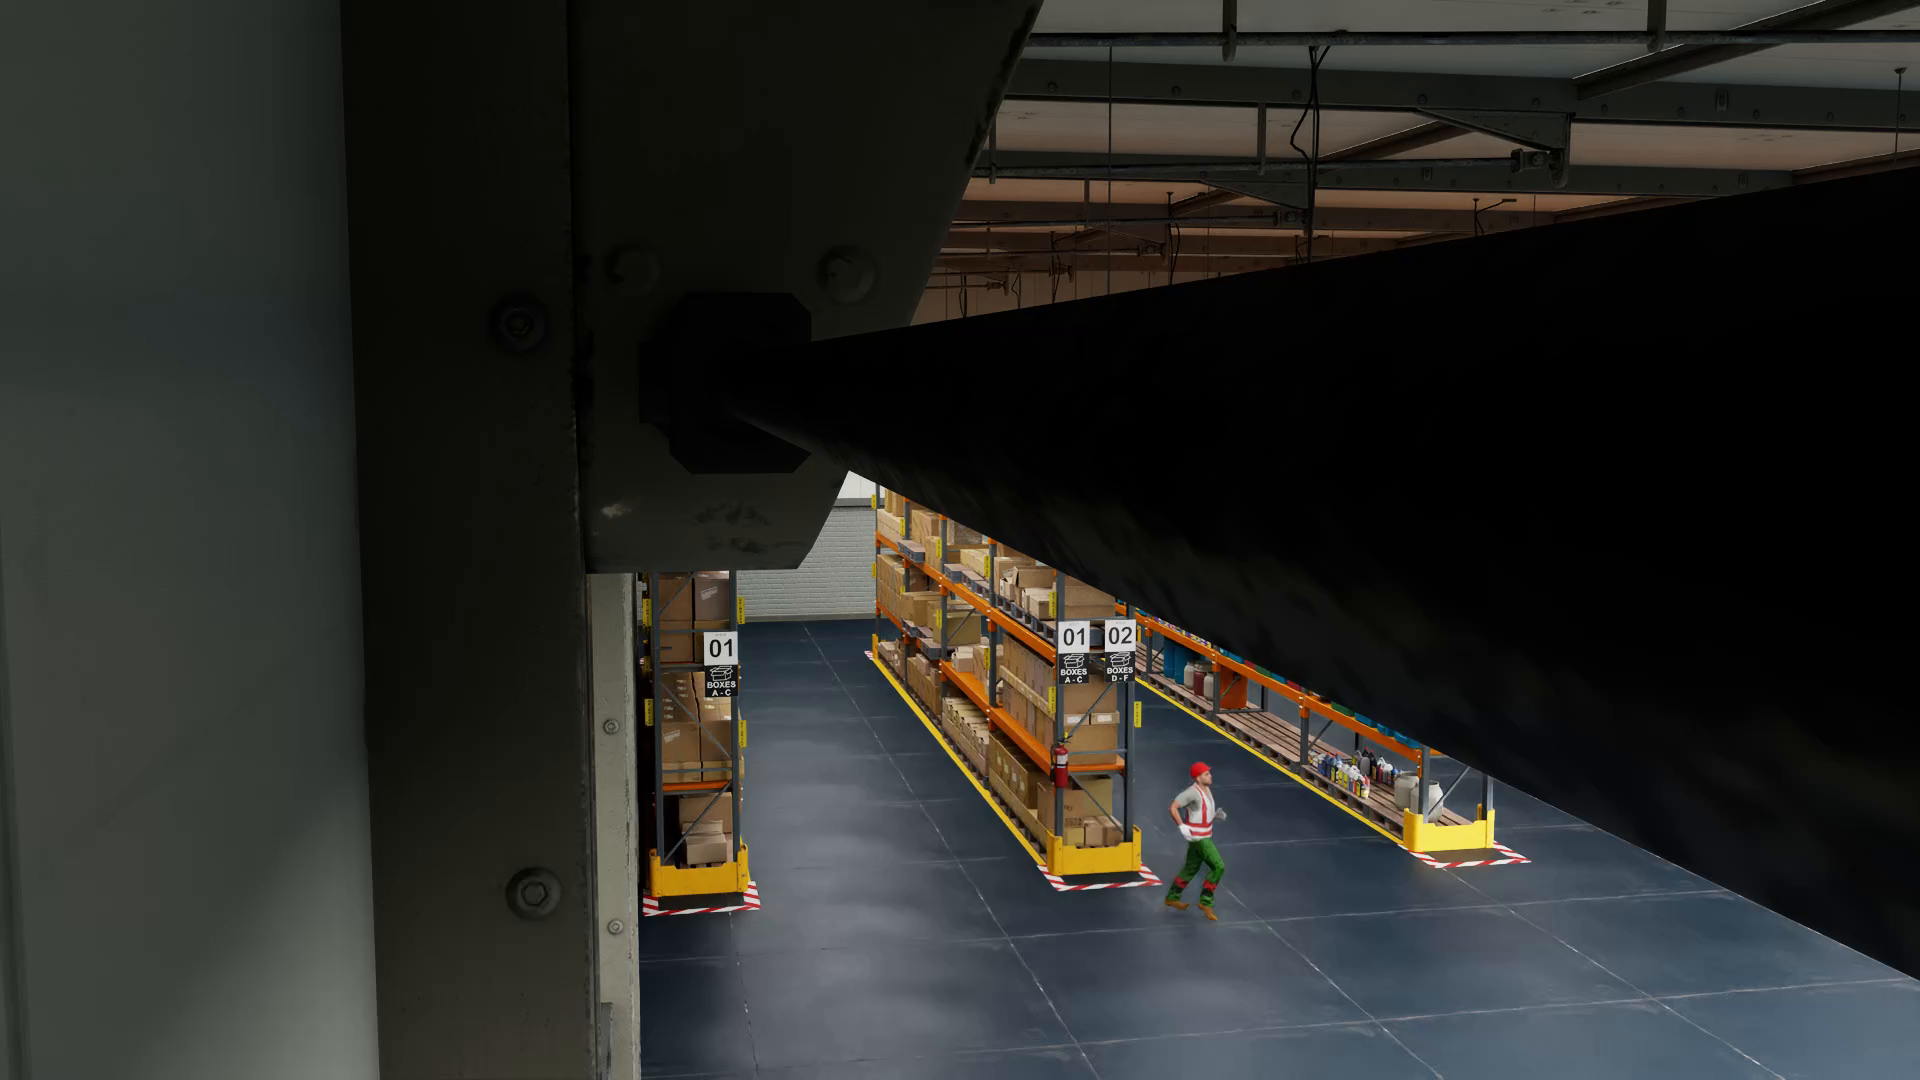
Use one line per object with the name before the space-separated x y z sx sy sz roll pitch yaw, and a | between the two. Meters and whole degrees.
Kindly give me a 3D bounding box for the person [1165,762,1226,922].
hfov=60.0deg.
person | 2.741 3.472 19.302 0.705 1.820 0.651 2 6 18
